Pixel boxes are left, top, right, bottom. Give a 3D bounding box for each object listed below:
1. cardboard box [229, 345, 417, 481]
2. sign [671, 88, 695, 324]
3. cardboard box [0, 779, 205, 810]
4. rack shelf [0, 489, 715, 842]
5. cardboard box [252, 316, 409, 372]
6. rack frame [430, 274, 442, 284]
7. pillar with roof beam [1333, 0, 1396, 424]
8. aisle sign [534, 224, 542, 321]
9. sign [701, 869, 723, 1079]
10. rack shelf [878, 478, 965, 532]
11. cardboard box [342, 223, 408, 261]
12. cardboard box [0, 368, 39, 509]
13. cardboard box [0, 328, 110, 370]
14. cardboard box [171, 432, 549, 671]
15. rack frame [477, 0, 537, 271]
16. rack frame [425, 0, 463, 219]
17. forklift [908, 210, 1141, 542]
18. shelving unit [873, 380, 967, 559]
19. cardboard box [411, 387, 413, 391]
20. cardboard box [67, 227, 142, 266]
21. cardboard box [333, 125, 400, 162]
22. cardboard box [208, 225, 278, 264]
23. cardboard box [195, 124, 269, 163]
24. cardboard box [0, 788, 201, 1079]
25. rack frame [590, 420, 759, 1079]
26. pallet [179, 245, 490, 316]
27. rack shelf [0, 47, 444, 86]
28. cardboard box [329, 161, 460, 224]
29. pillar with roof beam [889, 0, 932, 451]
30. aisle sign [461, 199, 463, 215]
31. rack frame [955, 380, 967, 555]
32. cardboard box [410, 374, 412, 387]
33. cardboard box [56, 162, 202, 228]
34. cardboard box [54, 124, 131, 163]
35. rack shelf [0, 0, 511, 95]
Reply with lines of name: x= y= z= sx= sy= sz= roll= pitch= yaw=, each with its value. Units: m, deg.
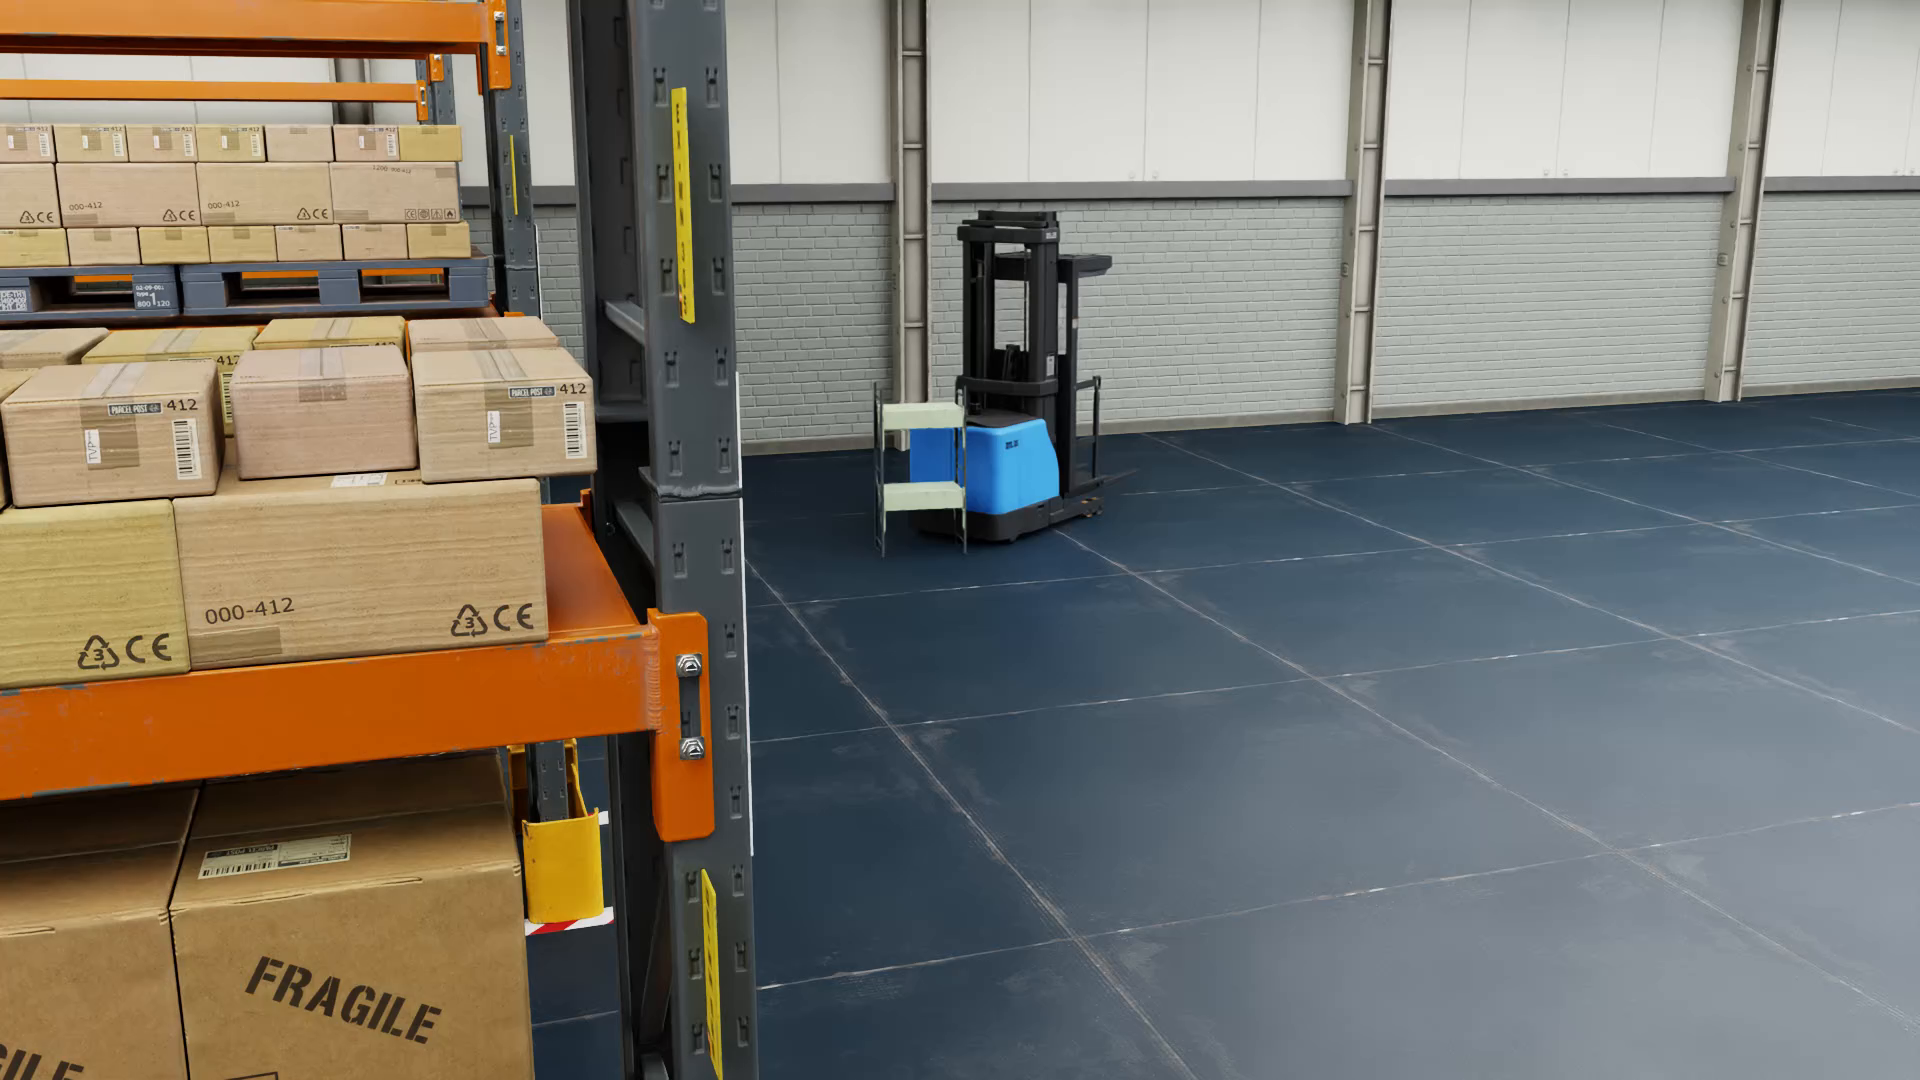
cardboard box: x=-1.002 y=-0.208 z=2.624 sx=0.250 sy=0.149 sz=0.380 roll=-5 pitch=14 yaw=-20
sign: x=-0.396 y=-0.477 z=2.379 sx=0.005 sy=0.325 sz=0.100 roll=-4 pitch=14 yaw=-18
cardboard box: x=-1.639 y=0.626 z=3.117 sx=0.500 sy=0.500 sz=0.500 roll=-4 pitch=14 yaw=-18
rack shelf: x=-2.450 y=0.328 z=2.462 sx=4.000 sy=0.370 sz=1.077 roll=-4 pitch=14 yaw=-18
cardboard box: x=-1.166 y=-0.323 z=3.107 sx=0.250 sy=0.149 sz=0.380 roll=-4 pitch=14 yaw=-17
rack frame: x=-5.302 y=-1.972 z=17.060 sx=0.127 sy=3.000 sz=1.000 roll=-4 pitch=14 yaw=-18
pillar with roof beam: x=6.497 y=-4.979 z=16.734 sx=0.400 sy=9.000 sz=9.100 roll=-4 pitch=14 yaw=-18
aisle sign: x=-1.878 y=-1.010 z=7.396 sx=0.004 sy=0.787 sz=0.394 roll=-4 pitch=14 yaw=-18
sign: x=-0.396 y=0.696 z=2.658 sx=0.005 sy=0.325 sz=0.100 roll=-4 pitch=14 yaw=-18
rack shelf: x=-0.352 y=-0.312 z=14.731 sx=0.720 sy=0.370 sz=0.431 roll=-3 pitch=14 yaw=-11
cardboard box: x=-2.487 y=-1.278 z=7.080 sx=0.250 sy=0.149 sz=0.380 roll=-4 pitch=14 yaw=-18
cardboard box: x=-1.457 y=-0.140 z=2.338 sx=0.250 sy=0.149 sz=0.380 roll=-4 pitch=14 yaw=-18
cardboard box: x=-1.647 y=-0.273 z=2.896 sx=0.250 sy=0.149 sz=0.380 roll=-4 pitch=14 yaw=-16
cardboard box: x=-0.930 y=-0.005 z=2.633 sx=0.500 sy=0.250 sz=0.500 roll=-4 pitch=14 yaw=-17
rack frame: x=-2.041 y=-2.724 z=7.257 sx=0.127 sy=3.000 sz=1.000 roll=-4 pitch=14 yaw=-18
rack frame: x=-3.715 y=-3.802 z=11.790 sx=0.127 sy=3.000 sz=1.000 roll=-4 pitch=14 yaw=-18
forklift: x=0.763 y=-1.697 z=16.050 sx=1.130 sy=2.935 sz=3.031 roll=9 pitch=16 yaw=33
shelving unit: x=-0.352 y=-0.630 z=14.656 sx=0.755 sy=1.500 sz=0.431 roll=-3 pitch=14 yaw=-11
cardboard box: x=-2.405 y=-0.385 z=7.729 sx=0.550 sy=0.550 sz=0.875 roll=-4 pitch=14 yaw=-18
cardboard box: x=-3.452 y=-1.203 z=6.764 sx=0.250 sy=0.149 sz=0.380 roll=-4 pitch=14 yaw=-18
cardboard box: x=-2.489 y=-1.666 z=6.987 sx=0.250 sy=0.149 sz=0.380 roll=-4 pitch=14 yaw=-18
cardboard box: x=-2.970 y=-1.241 z=6.922 sx=0.250 sy=0.149 sz=0.380 roll=-4 pitch=14 yaw=-18
cardboard box: x=-2.977 y=-1.628 z=6.826 sx=0.250 sy=0.149 sz=0.380 roll=-4 pitch=14 yaw=-17
cardboard box: x=-1.469 y=0.743 z=2.626 sx=0.500 sy=0.500 sz=0.500 roll=-4 pitch=14 yaw=-18
rack frame: x=-0.554 y=1.290 z=3.346 sx=0.127 sy=3.000 sz=1.000 roll=-4 pitch=14 yaw=-18
pallet: x=-2.740 y=-1.165 z=7.374 sx=1.213 sy=0.211 sz=1.003 roll=-4 pitch=14 yaw=-18
rack shelf: x=-5.611 y=-3.303 z=11.253 sx=4.000 sy=0.370 sz=1.077 roll=-4 pitch=14 yaw=-18
cardboard box: x=-2.415 y=-1.492 z=7.117 sx=0.500 sy=0.250 sz=0.500 roll=-4 pitch=14 yaw=-17
pillar with roof beam: x=0.811 y=-4.536 z=14.873 sx=0.400 sy=9.000 sz=9.100 roll=-4 pitch=14 yaw=-18
aisle sign: x=-3.564 y=-2.090 z=11.935 sx=0.004 sy=0.787 sz=0.394 roll=-4 pitch=14 yaw=-18
rack frame: x=0.007 y=-0.647 z=14.728 sx=0.023 sy=1.500 sz=0.400 roll=-3 pitch=14 yaw=-11
cardboard box: x=-4.142 y=-0.977 z=12.016 sx=0.500 sy=0.500 sz=0.500 roll=-5 pitch=14 yaw=-19
cardboard box: x=-3.366 y=-1.419 z=6.808 sx=0.500 sy=0.250 sz=0.500 roll=-5 pitch=14 yaw=-18
cardboard box: x=-3.457 y=-1.591 z=6.669 sx=0.250 sy=0.149 sz=0.380 roll=-5 pitch=14 yaw=-19
rack shelf: x=-3.936 y=-2.032 z=6.766 sx=4.000 sy=0.370 sz=1.077 roll=-4 pitch=14 yaw=-18
